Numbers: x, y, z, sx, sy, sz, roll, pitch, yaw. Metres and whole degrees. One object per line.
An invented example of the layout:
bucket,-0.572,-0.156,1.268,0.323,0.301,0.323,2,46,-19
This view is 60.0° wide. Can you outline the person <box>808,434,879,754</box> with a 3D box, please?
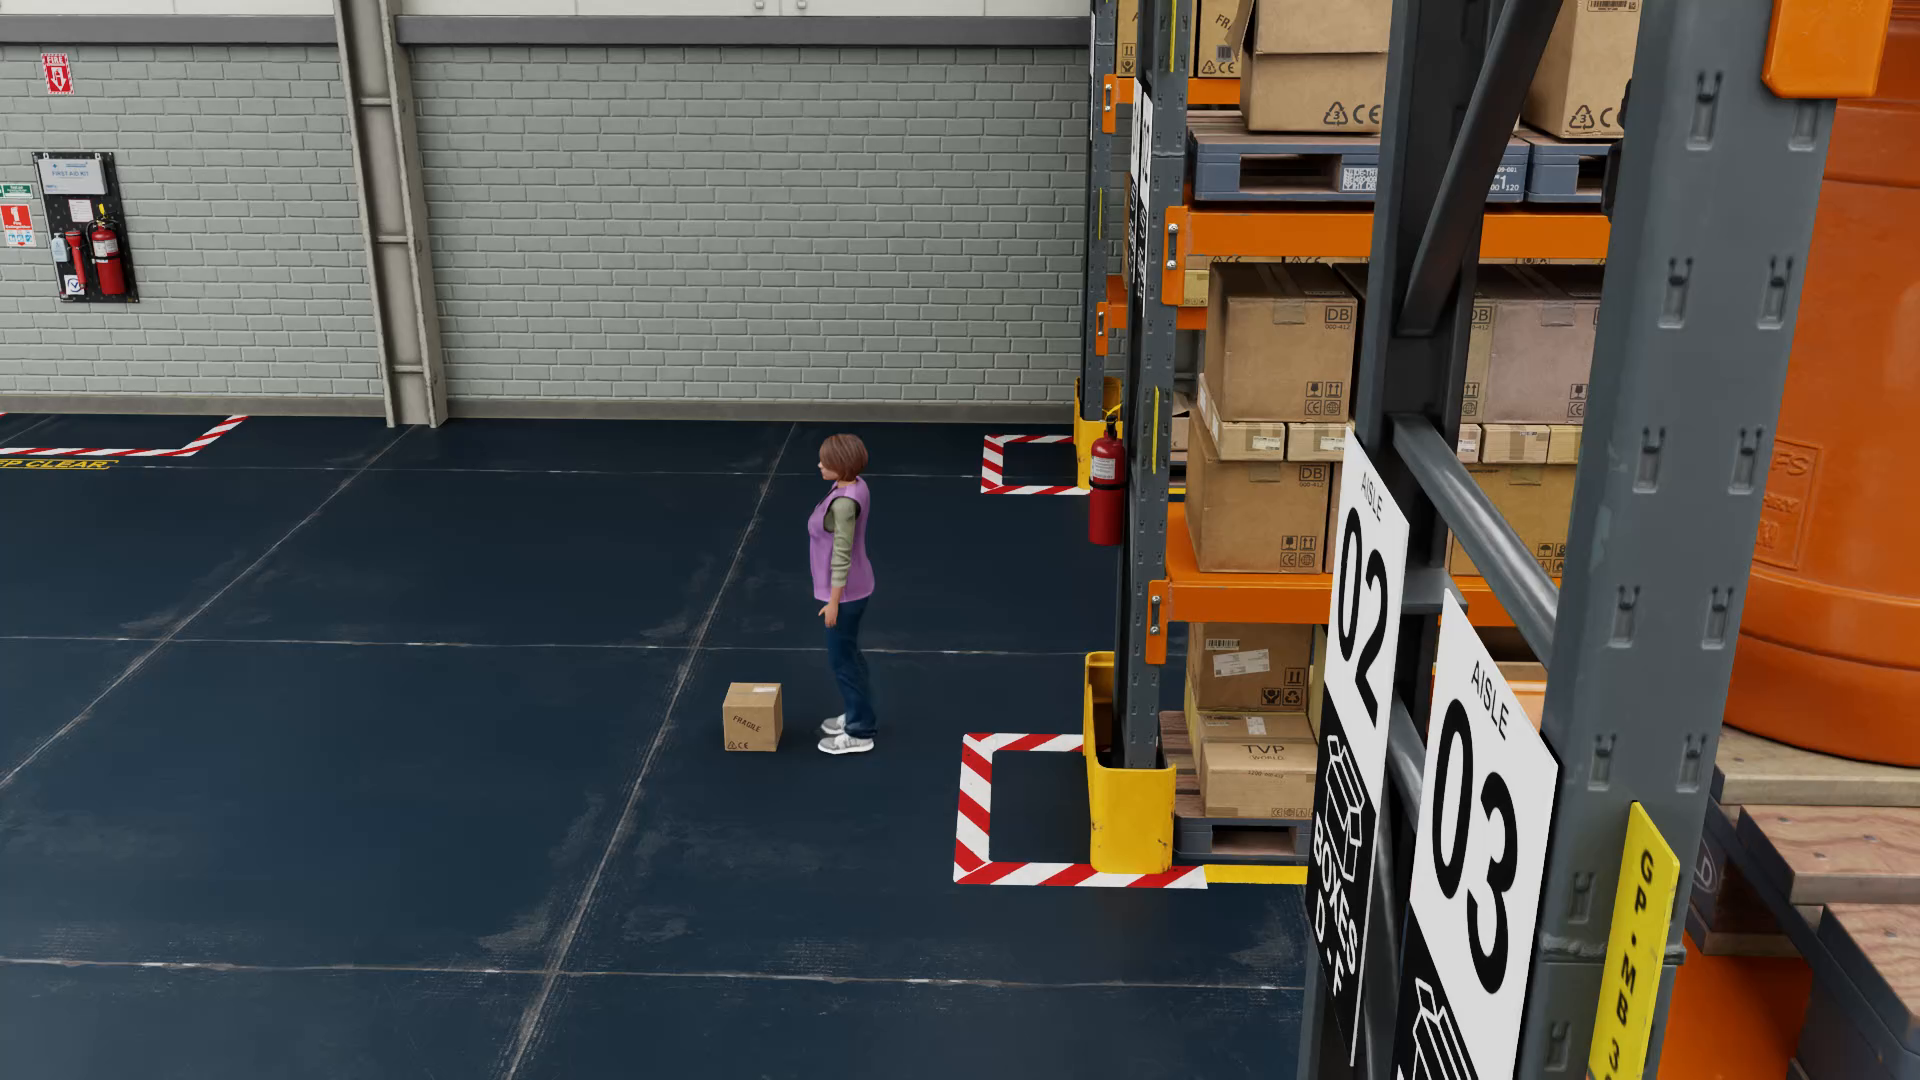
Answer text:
person,-0.553,0.258,7.932,0.311,1.601,0.405,1,21,3
